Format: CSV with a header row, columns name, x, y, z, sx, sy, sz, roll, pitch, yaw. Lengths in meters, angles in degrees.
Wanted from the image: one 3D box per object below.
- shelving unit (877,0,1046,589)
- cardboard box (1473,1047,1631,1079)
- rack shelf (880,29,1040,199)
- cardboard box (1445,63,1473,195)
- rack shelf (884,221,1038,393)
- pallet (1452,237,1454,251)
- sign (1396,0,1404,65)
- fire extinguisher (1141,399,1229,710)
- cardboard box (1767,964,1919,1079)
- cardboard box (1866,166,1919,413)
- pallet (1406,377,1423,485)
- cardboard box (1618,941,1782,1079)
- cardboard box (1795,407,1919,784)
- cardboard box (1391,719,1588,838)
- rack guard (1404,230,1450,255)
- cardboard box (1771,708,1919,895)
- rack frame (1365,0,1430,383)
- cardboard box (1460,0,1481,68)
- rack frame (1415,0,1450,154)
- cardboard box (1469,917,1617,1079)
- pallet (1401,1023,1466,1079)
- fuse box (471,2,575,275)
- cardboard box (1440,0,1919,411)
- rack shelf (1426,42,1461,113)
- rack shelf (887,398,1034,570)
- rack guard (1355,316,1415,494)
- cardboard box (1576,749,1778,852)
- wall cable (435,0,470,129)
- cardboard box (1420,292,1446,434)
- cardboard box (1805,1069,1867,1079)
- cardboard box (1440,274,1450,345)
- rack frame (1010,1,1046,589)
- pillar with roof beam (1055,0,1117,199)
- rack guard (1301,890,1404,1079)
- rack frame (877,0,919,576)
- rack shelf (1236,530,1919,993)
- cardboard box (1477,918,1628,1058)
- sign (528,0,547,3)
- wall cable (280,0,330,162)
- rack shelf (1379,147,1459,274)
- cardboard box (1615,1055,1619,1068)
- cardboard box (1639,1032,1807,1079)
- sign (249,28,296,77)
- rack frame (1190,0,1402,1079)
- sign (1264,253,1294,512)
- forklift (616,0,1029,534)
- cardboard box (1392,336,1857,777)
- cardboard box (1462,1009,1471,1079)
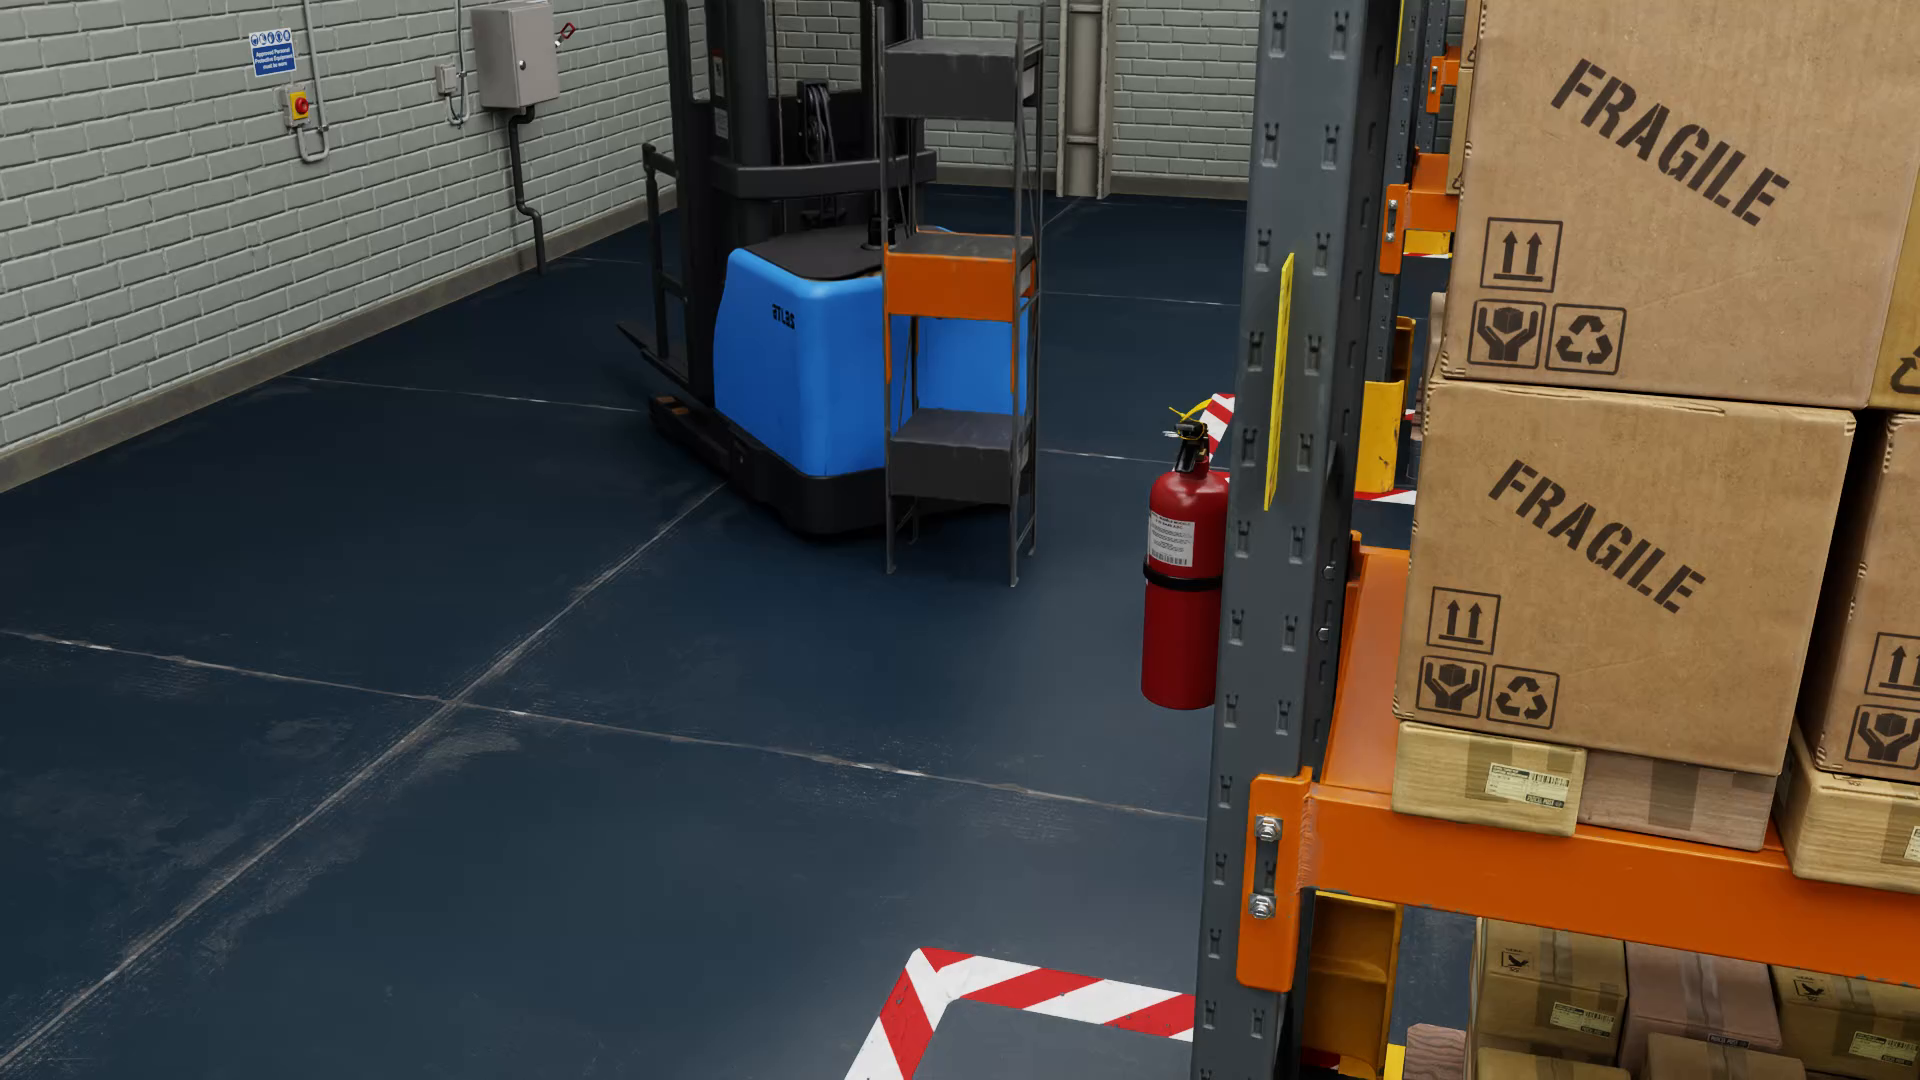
name,x,y,z,sx,sy,sz,roll,pitch,yaw
shelving unit,0.012,-0.883,6.156,0.503,2.100,0.431,6,23,13
cardboard box,0.978,1.028,2.730,0.250,0.149,0.380,5,23,13
rack shelf,0.012,-1.518,5.896,0.480,0.518,0.431,6,23,13
cardboard box,2.284,-1.701,6.832,0.500,0.500,0.500,6,23,15
rack shelf,0.012,-0.870,6.161,0.480,0.518,0.431,6,23,13
pallet,4.174,-2.230,11.928,1.213,0.211,1.003,7,23,16
sign,1.742,-2.048,6.564,0.005,0.325,0.100,7,23,16
fire extinguisher,0.467,0.011,3.384,0.183,0.674,0.296,7,23,16
cardboard box,1.663,0.844,3.179,0.250,0.149,0.380,6,23,14
cardboard box,1.413,-0.450,2.073,0.500,0.500,0.500,7,23,17
pallet,2.696,-0.462,7.619,1.213,0.211,1.003,7,23,16
cardboard box,1.378,0.862,3.136,0.250,0.149,0.380,7,23,17
cardboard box,1.444,0.013,2.262,0.500,0.500,0.500,7,23,16
cardboard box,0.790,0.269,2.493,0.250,0.149,0.380,6,23,15
rack guard,3.411,-2.451,12.085,0.348,0.500,1.175,7,23,16
cardboard box,1.288,0.331,2.342,0.250,0.149,0.380,6,23,14
rack frame,1.908,-1.811,7.234,0.127,3.000,1.000,7,23,16
cardboard box,2.285,-2.164,6.644,0.500,0.500,0.500,6,23,14
rack frame,3.338,-3.615,11.631,0.127,3.000,1.000,7,23,16
cardboard box,1.162,0.939,3.339,0.250,0.149,0.380,6,23,14
pallet,1.415,1.398,3.083,1.213,0.211,1.003,7,23,16
fuse box,-2.751,-2.572,10.786,0.414,1.711,0.539,7,23,16
cardboard box,0.928,-0.503,2.202,0.500,0.500,0.500,6,23,15
rack shelf,5.253,-3.063,11.233,4.000,0.370,1.077,7,23,16
rack shelf,0.012,-0.223,6.427,0.480,0.518,0.431,6,23,13
rack guard,1.885,-0.658,7.714,0.348,0.500,1.175,7,23,16
cardboard box,1.046,0.282,2.462,0.250,0.149,0.380,7,23,17
wall cable,-3.099,-3.408,9.786,0.122,1.984,0.588,7,23,16
cardboard box,2.568,-0.784,7.552,0.875,0.438,0.875,6,23,14
cardboard box,1.660,0.996,3.201,0.250,0.149,0.380,6,23,13
cardboard box,1.079,-0.230,2.855,0.500,0.500,0.500,7,23,17
rack frame,0.248,-0.860,6.100,0.015,2.100,0.400,6,23,13
pillar with roof beam,-0.227,-5.450,8.198,0.400,9.000,9.100,7,23,16
rack guard,0.647,1.163,3.276,0.348,0.500,1.175,7,23,16
rack frame,-0.224,-0.906,6.212,0.015,2.100,0.400,6,23,13
rack shelf,2.489,0.550,2.424,4.000,0.370,1.077,7,23,16
cardboard box,1.155,0.813,3.254,0.250,0.149,0.380,7,23,16
sign,-2.807,-3.327,11.052,0.001,0.494,0.329,7,23,16
wall cable,-3.498,-2.906,8.521,0.123,1.953,0.585,7,23,16
rack shelf,3.822,-1.259,6.836,4.000,0.370,1.077,7,23,16
cardboard box,1.397,0.988,3.221,0.250,0.149,0.380,6,23,14
cardboard box,1.277,1.015,2.763,0.250,0.149,0.380,7,23,16
sign,-3.570,-2.535,8.642,0.001,0.218,0.327,7,23,16
rack frame,0.574,-0.002,2.822,0.127,3.000,1.000,7,23,16
sign,0.418,-0.205,2.177,0.005,0.325,0.100,7,23,16
forklift,-0.854,-1.897,7.532,1.130,2.935,3.031,-12,25,-26
cardboard box,0.924,-0.036,2.382,0.500,0.500,0.500,8,24,18
cardboard box,1.139,1.105,3.328,0.250,0.149,0.380,7,23,16
